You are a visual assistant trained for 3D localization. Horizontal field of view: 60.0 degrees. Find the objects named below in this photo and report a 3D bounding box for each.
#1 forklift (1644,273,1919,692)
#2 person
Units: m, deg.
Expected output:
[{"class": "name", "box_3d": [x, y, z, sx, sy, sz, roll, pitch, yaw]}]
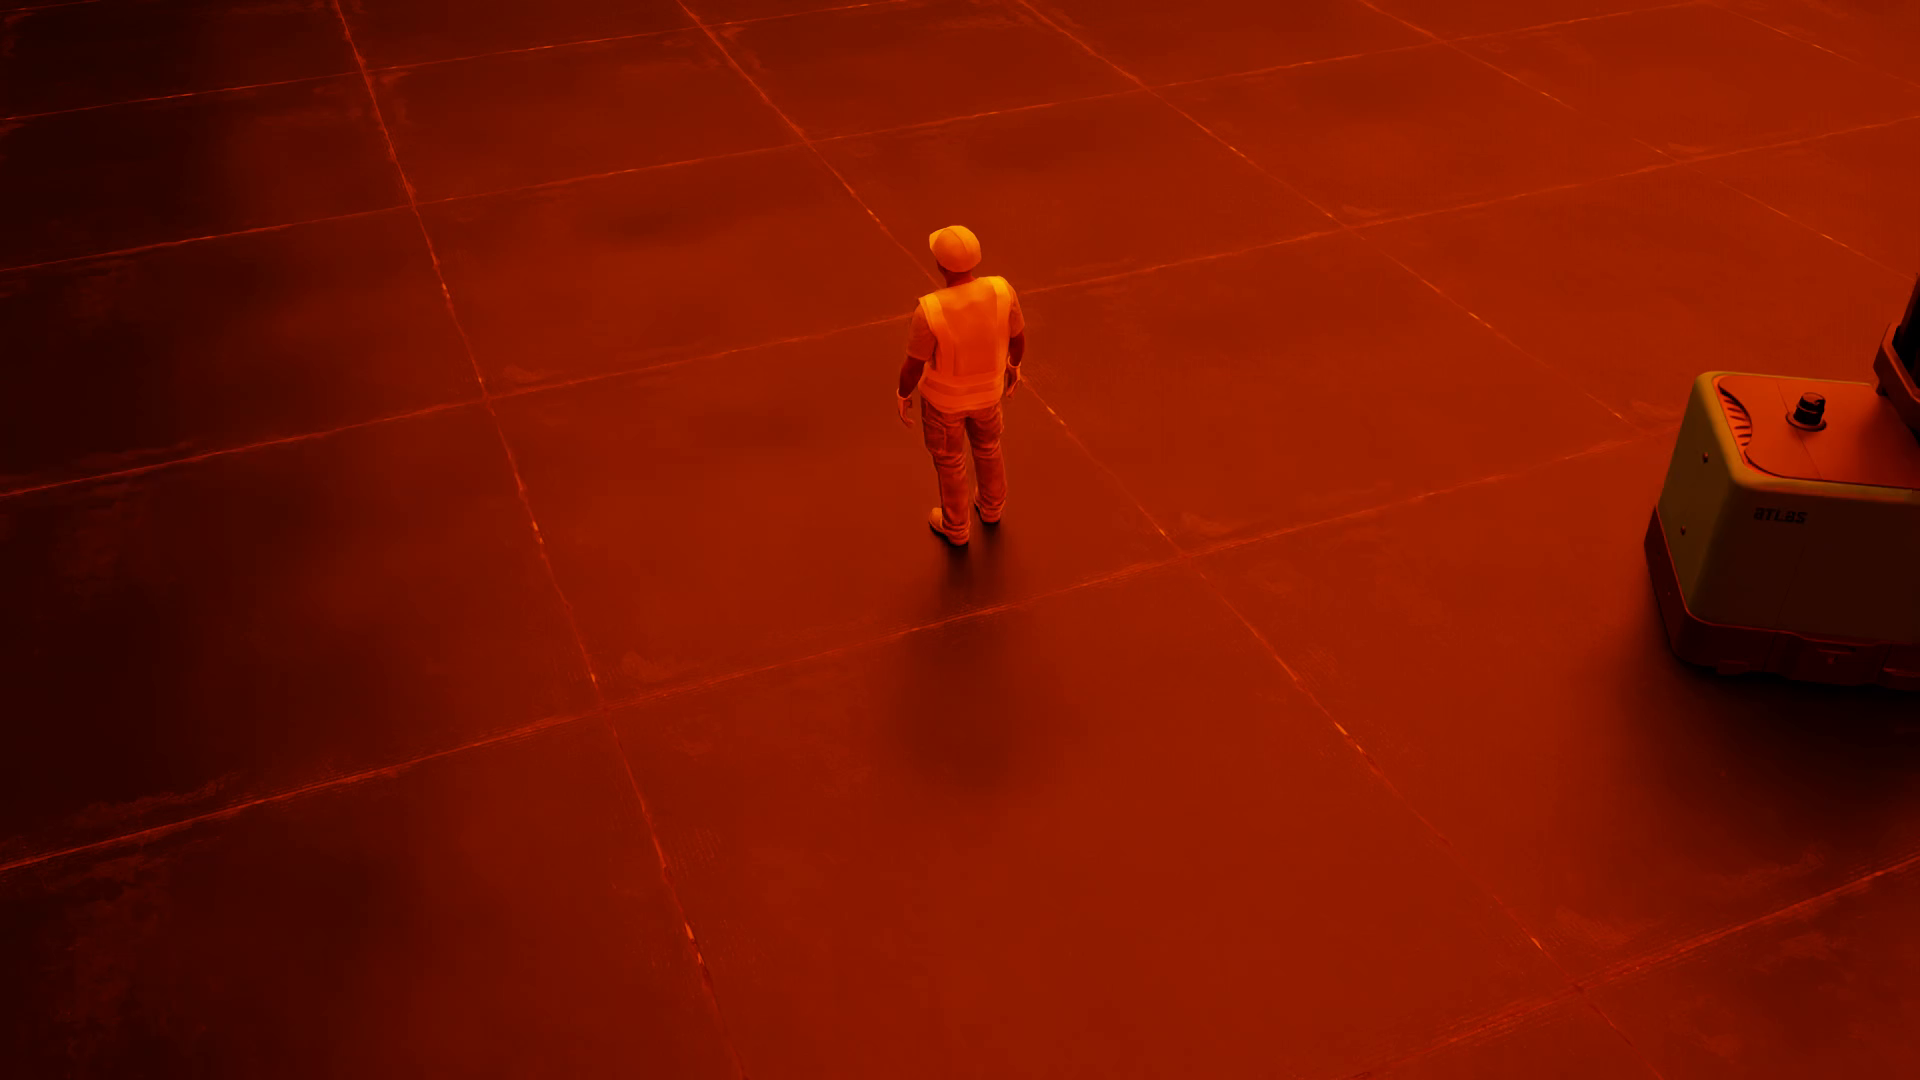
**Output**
[{"class": "forklift", "box_3d": [4.900, -0.716, 7.105, 3.031, 2.935, 1.130, 6, 36, 8]}, {"class": "person", "box_3d": [-0.020, -0.771, 8.165, 0.656, 1.777, 0.577, -14, 38, -19]}]
